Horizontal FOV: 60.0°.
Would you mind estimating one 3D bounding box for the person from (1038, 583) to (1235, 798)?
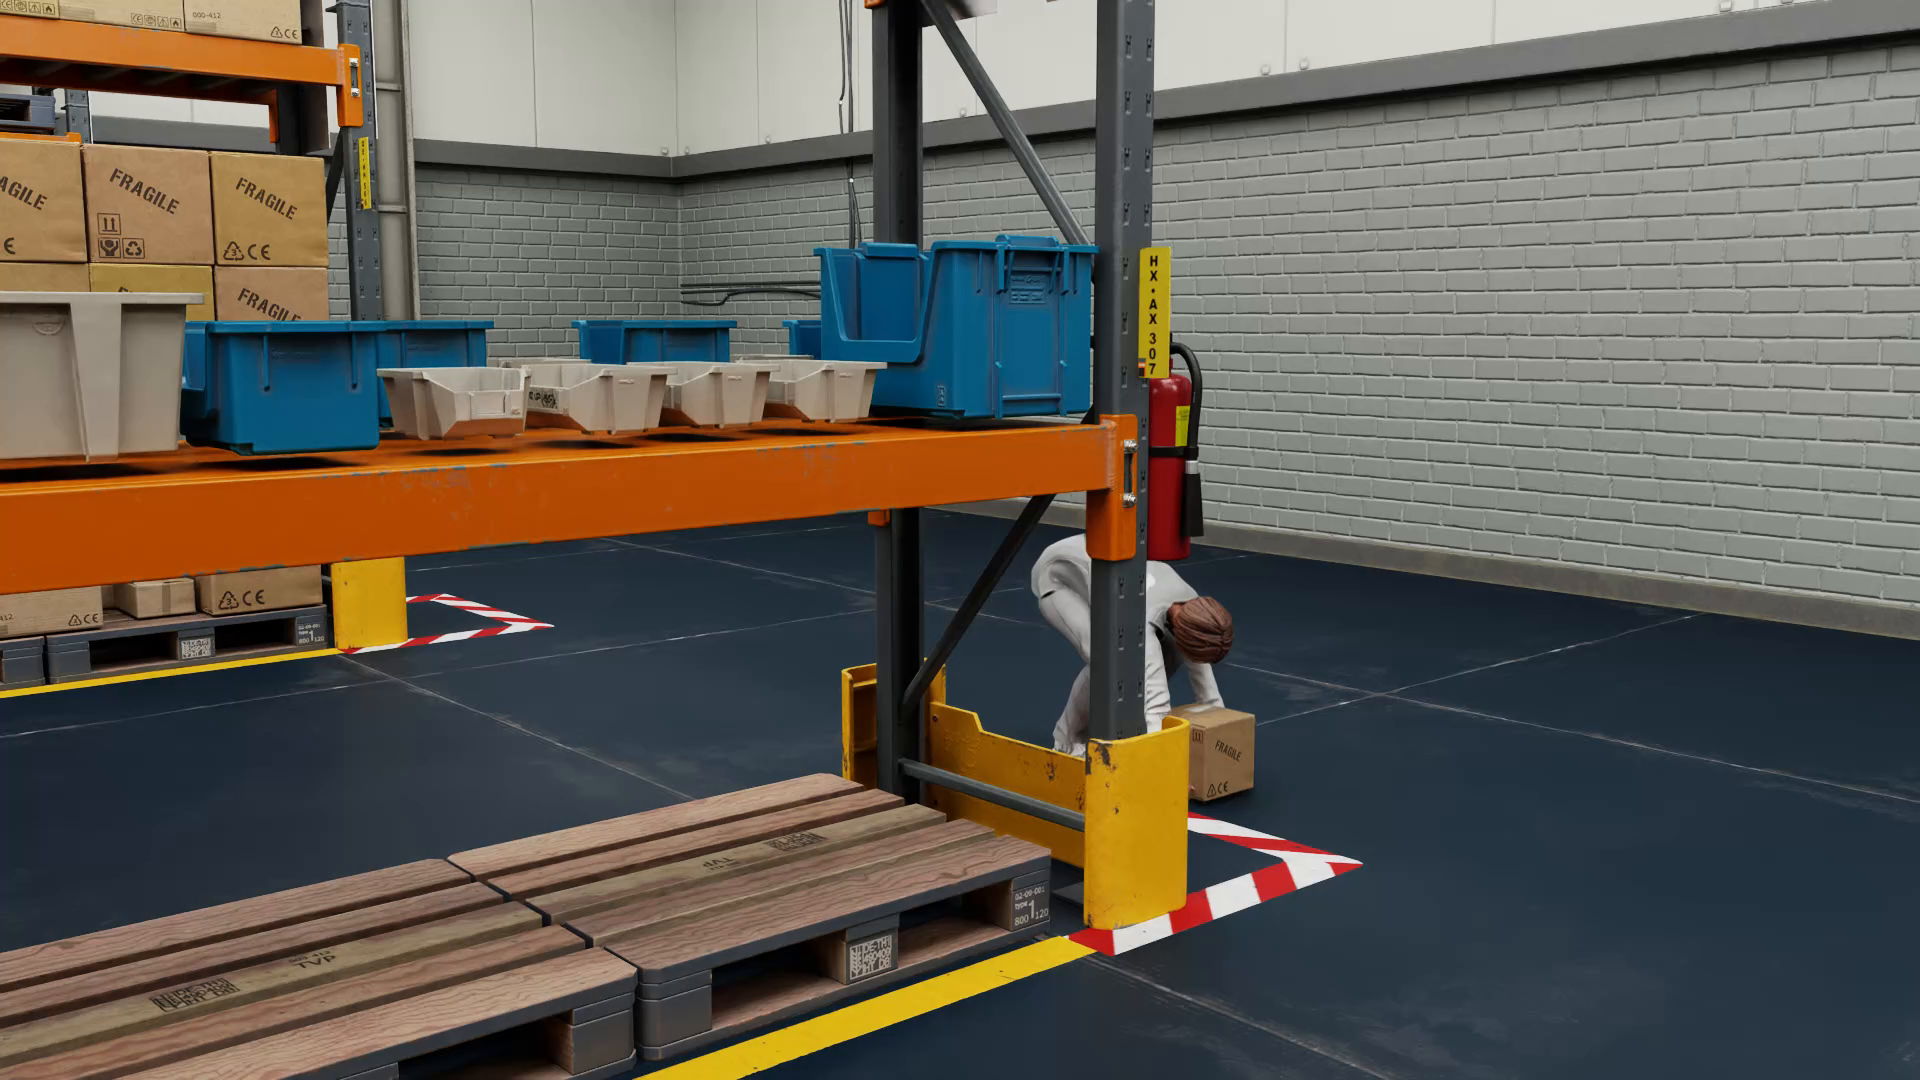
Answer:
[{"bbox_3d":[0.616,0.435,5.754,0.431,0.753,0.826,-6,10,-39],"label":"person"}]
